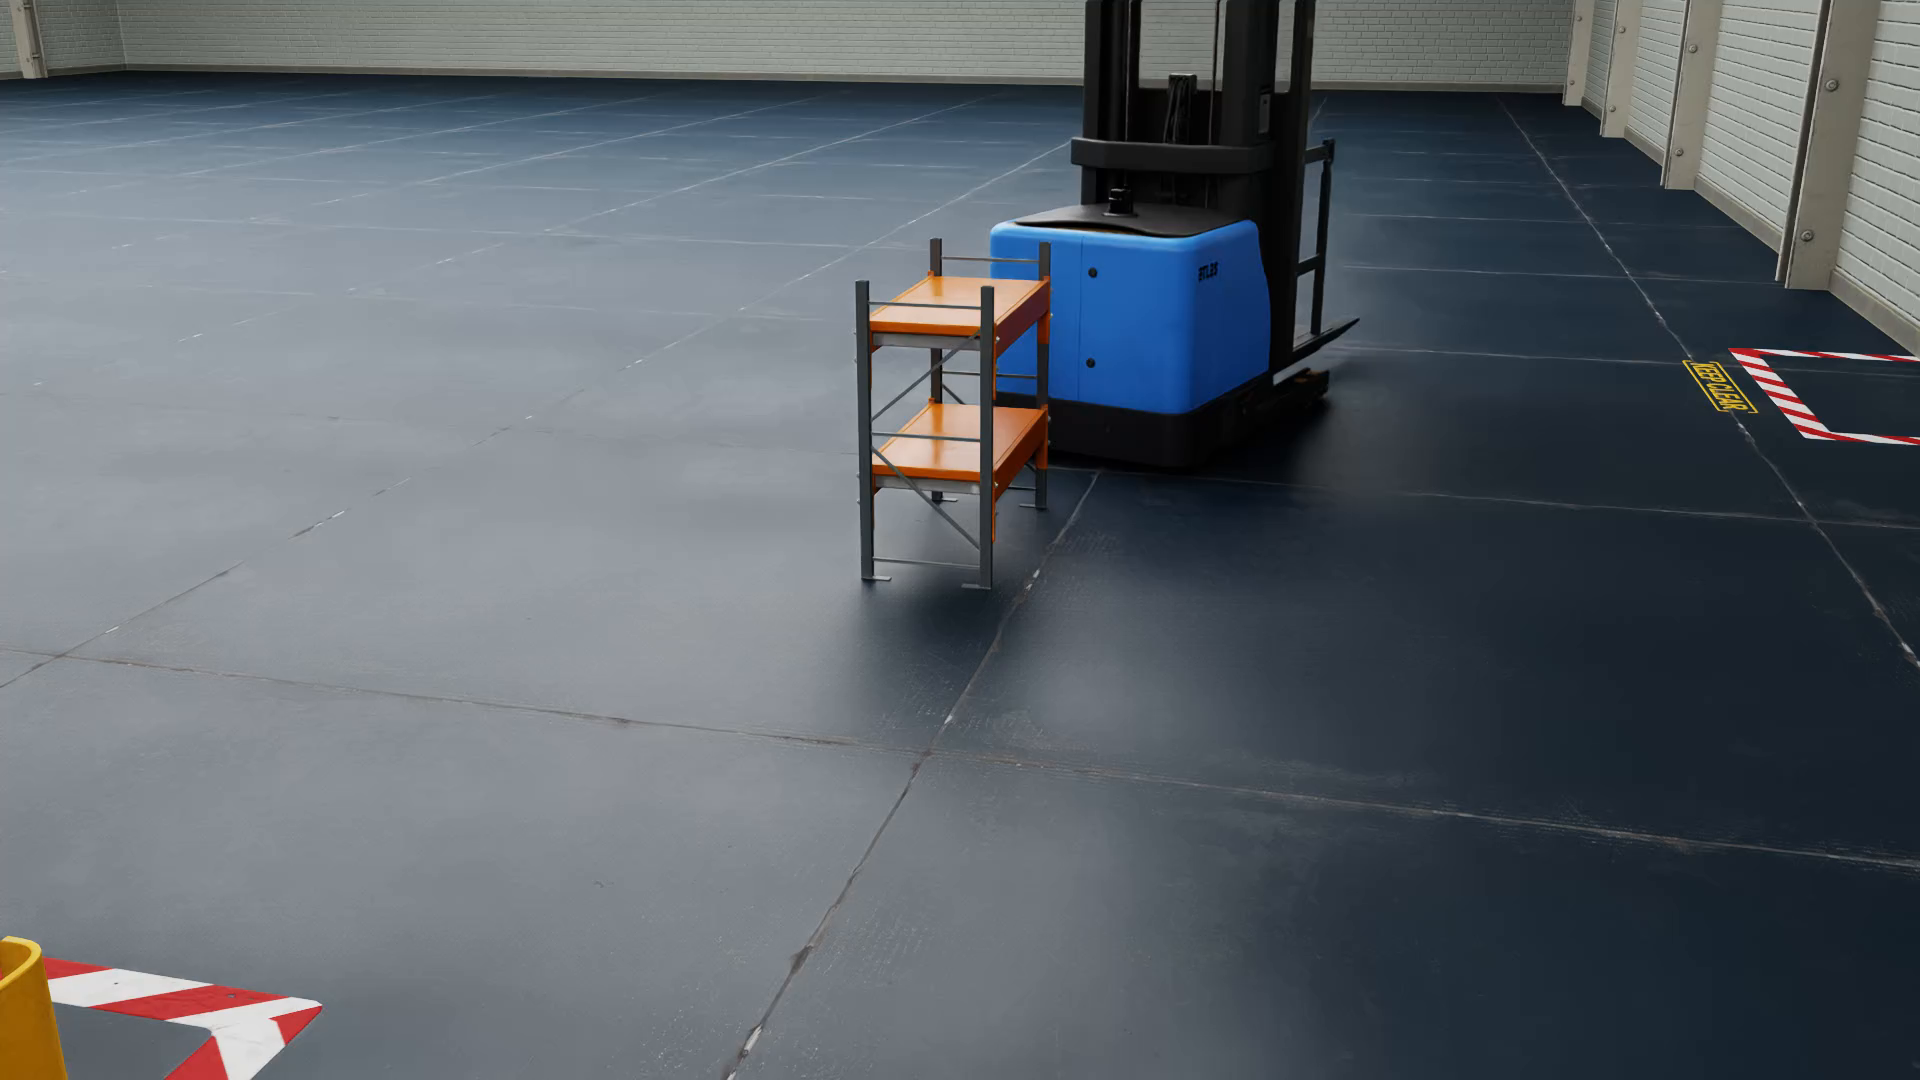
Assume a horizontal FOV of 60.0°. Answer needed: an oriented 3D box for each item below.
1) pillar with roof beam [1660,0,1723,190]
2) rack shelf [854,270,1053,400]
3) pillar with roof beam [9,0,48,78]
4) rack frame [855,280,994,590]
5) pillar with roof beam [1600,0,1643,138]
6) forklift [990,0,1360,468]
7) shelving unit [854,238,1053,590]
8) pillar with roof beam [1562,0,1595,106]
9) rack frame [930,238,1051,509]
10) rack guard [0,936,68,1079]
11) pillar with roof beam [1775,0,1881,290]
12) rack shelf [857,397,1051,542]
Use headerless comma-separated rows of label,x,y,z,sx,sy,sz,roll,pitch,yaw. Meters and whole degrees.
pillar with roof beam,3.452,-8.343,17.192,9.100,9.000,0.400,5,19,13
rack shelf,-0.002,-0.807,6.405,0.538,0.278,1.000,5,19,13
pillar with roof beam,-15.812,-13.912,33.497,9.100,9.000,0.400,5,19,13
rack frame,-0.126,-0.371,6.033,0.500,1.125,0.032,5,19,13
pillar with roof beam,4.918,-10.224,22.698,9.100,9.000,0.400,5,19,13
forklift,1.309,-2.137,8.409,1.130,2.935,3.031,11,22,29
shelving unit,-0.002,-0.530,6.500,0.538,1.125,1.048,5,19,13
pillar with roof beam,6.384,-12.105,28.204,9.100,9.000,0.400,5,19,13
rack frame,0.123,-0.690,6.966,0.500,1.125,0.032,5,19,13
rack guard,-2.237,0.975,3.060,1.175,0.500,0.348,5,19,13
pillar with roof beam,1.986,-6.463,11.687,9.100,9.000,0.400,5,19,13
rack shelf,-0.002,-0.299,6.579,0.538,0.278,1.000,5,19,13
